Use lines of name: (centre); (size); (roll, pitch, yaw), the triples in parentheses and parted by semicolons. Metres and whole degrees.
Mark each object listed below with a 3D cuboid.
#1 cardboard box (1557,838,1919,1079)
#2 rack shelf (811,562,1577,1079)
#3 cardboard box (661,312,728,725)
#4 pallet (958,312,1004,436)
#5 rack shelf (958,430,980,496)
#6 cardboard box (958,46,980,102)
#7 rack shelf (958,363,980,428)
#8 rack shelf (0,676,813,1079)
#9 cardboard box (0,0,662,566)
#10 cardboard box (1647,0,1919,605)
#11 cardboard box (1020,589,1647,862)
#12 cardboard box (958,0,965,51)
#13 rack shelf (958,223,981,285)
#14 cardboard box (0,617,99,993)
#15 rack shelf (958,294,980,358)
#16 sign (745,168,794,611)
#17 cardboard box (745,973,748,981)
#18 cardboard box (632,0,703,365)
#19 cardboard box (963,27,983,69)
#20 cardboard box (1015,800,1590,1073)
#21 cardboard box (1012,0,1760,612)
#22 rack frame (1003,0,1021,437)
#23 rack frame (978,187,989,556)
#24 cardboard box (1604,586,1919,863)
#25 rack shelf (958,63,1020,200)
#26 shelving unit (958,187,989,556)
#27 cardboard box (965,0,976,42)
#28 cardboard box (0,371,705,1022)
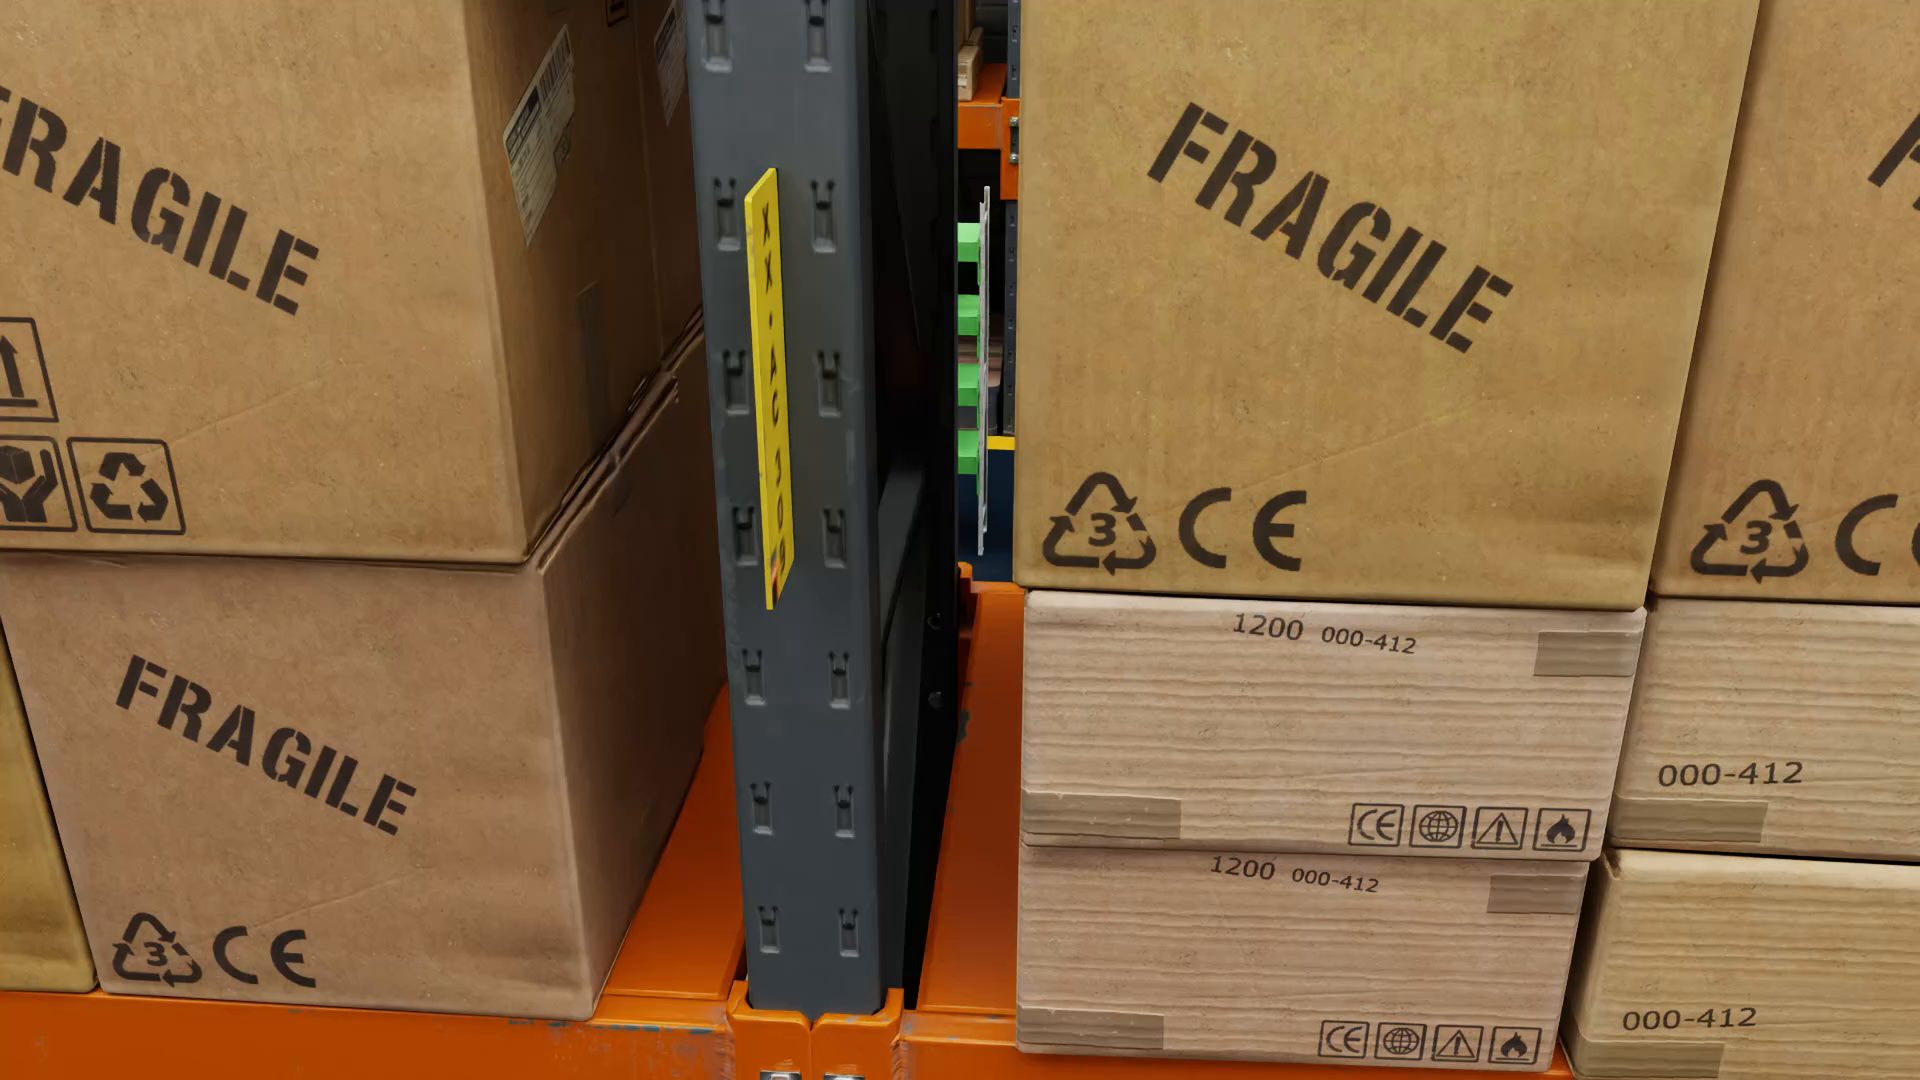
cardboard box: (0.831, 0.294, 1.702); (0.500, 0.250, 0.500); (1, 25, 3)
rack shelf: (1.891, 0.477, 1.986); (4.000, 0.370, 1.077); (2, 25, 4)
cardboard box: (-0.551, -0.084, 2.224); (0.500, 0.500, 0.500); (3, 25, 6)
pallet: (-0.412, -0.738, 7.103); (1.213, 0.211, 1.003); (2, 25, 4)
rack shelf: (-0.165, -0.274, 5.638); (0.480, 0.148, 0.258); (2, 25, 4)
cardboard box: (-0.064, -1.774, 6.317); (0.250, 0.149, 0.380); (2, 25, 5)
rack shelf: (-0.165, -0.492, 5.537); (0.480, 0.148, 0.258); (2, 25, 4)
rack shelf: (-2.098, 0.349, 2.264); (4.000, 0.370, 1.077); (2, 25, 4)
cardboard box: (-0.595, -0.314, 1.528); (0.500, 0.500, 0.500); (2, 25, 4)
cardboard box: (0.823, -0.275, 1.444); (0.500, 0.500, 0.500); (2, 25, 4)
cardboard box: (0.314, 0.059, 1.616); (0.500, 0.250, 0.500); (1, 25, 2)
cardboard box: (-0.254, -1.965, 6.255); (0.500, 0.250, 0.500); (2, 25, 5)
rack shelf: (-0.165, -0.928, 5.337); (0.480, 0.148, 0.258); (2, 25, 4)
cardboard box: (-1.099, 0.118, 1.785); (0.500, 0.500, 0.500); (1, 25, 3)
rack shelf: (-0.165, -0.710, 5.437); (0.480, 0.148, 0.258); (2, 25, 4)
sign: (-0.144, -0.112, 1.274); (0.005, 0.325, 0.100); (2, 25, 4)
cardboard box: (-0.721, 0.994, 2.563); (0.875, 0.438, 0.875); (1, 25, 3)
cardboard box: (-0.560, -0.530, 1.997); (0.500, 0.500, 0.500); (2, 25, 4)
cardboard box: (-0.042, -1.994, 6.795); (0.250, 0.149, 0.380); (2, 25, 4)
cardboard box: (0.315, 0.278, 1.736); (0.500, 0.250, 0.500); (1, 25, 3)
cardboard box: (0.313, -0.280, 1.454); (0.500, 0.500, 0.500); (2, 25, 5)
rack frame: (0.273, -1.983, 6.471); (0.127, 3.000, 1.000); (2, 25, 4)
rack frame: (0.078, -0.543, 5.494); (0.015, 1.200, 0.240); (2, 25, 4)
cardboard box: (0.836, 0.064, 1.605); (0.500, 0.250, 0.500); (2, 25, 5)
rack shelf: (-1.721, -1.720, 6.760); (4.000, 0.370, 1.077); (2, 25, 4)
shelving unit: (-0.165, -0.550, 5.511); (0.503, 1.200, 0.258); (2, 25, 4)
cardboard box: (-0.200, -2.178, 6.719); (0.500, 0.250, 0.500); (2, 25, 3)
cardboard box: (-0.585, 0.132, 1.755); (0.500, 0.500, 0.500); (2, 25, 4)
